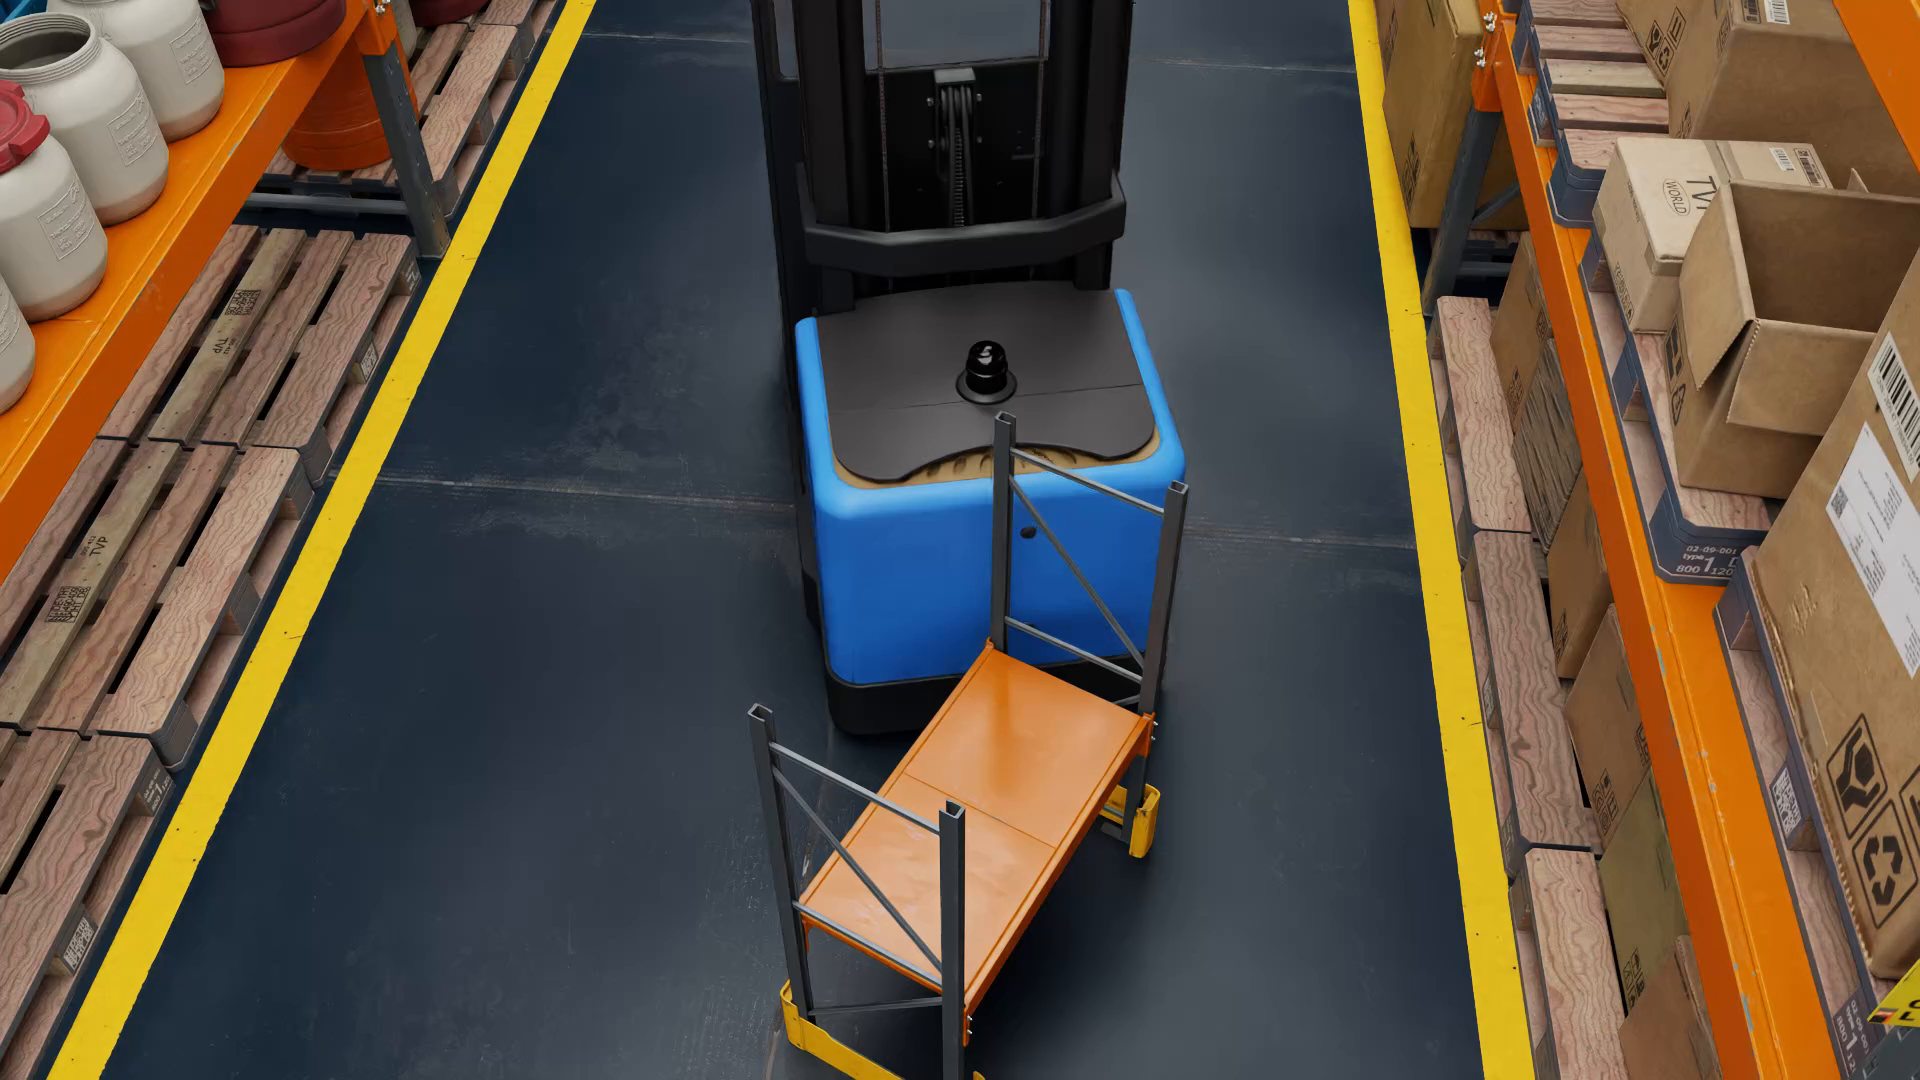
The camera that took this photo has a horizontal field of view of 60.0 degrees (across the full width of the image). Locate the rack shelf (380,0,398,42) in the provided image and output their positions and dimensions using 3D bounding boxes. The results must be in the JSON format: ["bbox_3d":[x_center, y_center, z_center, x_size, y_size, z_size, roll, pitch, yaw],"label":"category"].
[{"bbox_3d":[-2.423,-3.459,7.368,1.077,0.370,4.000,4,48,4],"label":"rack shelf"}]

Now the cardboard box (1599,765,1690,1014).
[{"bbox_3d":[2.102,0.937,4.256,0.700,0.500,0.500,4,48,3],"label":"cardboard box"}]

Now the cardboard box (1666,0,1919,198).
[{"bbox_3d":[2.366,-1.258,4.515,0.700,0.500,0.500,10,48,9],"label":"cardboard box"}]

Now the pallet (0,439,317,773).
[{"bbox_3d":[-2.829,0.170,5.452,1.003,0.211,1.213,4,48,4],"label":"pallet"}]

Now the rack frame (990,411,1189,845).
[{"bbox_3d":[0.305,0.298,4.461,0.500,1.500,0.032,24,52,20],"label":"rack frame"}]

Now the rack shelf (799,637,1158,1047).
[{"bbox_3d":[0.047,0.742,4.299,0.538,0.185,1.000,24,52,20],"label":"rack shelf"}]

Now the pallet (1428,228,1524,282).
[{"bbox_3d":[2.474,-1.532,7.008,1.003,0.211,1.213,4,48,4],"label":"pallet"}]

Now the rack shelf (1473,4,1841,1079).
[{"bbox_3d":[2.144,-0.186,4.375,1.077,0.370,4.000,4,48,4],"label":"rack shelf"}]

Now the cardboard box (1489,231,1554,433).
[{"bbox_3d":[2.286,-0.710,5.762,0.700,0.500,0.500,2,48,1],"label":"cardboard box"}]

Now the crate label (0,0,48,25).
[{"bbox_3d":[-2.965,-1.532,5.094,0.502,0.435,0.616,4,48,4],"label":"crate label"}]

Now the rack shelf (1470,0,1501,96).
[{"bbox_3d":[2.509,-3.126,7.064,1.077,0.370,4.000,4,48,4],"label":"rack shelf"}]

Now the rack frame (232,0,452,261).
[{"bbox_3d":[-2.606,-2.232,5.759,1.000,3.000,0.127,4,48,4],"label":"rack frame"}]

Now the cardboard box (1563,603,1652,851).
[{"bbox_3d":[2.152,0.526,4.632,0.700,0.500,0.500,0,48,0],"label":"cardboard box"}]

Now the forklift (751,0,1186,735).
[{"bbox_3d":[-0.084,-1.492,5.129,1.130,2.935,3.031,-6,48,-5],"label":"forklift"}]

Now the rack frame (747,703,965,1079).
[{"bbox_3d":[-0.212,0.944,3.871,0.500,1.500,0.032,24,52,20],"label":"rack frame"}]

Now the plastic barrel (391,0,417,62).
[{"bbox_3d":[-2.616,-2.316,7.236,0.421,0.512,0.421,0,48,0],"label":"plastic barrel"}]

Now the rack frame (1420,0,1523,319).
[{"bbox_3d":[2.327,-1.899,5.454,1.000,3.000,0.127,4,48,4],"label":"rack frame"}]

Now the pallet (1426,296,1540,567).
[{"bbox_3d":[2.254,-0.384,5.958,1.003,0.211,1.213,4,48,4],"label":"pallet"}]

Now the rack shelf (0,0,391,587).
[{"bbox_3d":[-2.788,-0.519,4.680,1.077,0.370,4.000,4,48,4],"label":"rack shelf"}]

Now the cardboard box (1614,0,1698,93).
[{"bbox_3d":[2.317,-1.675,4.897,0.500,0.500,0.500,-1,48,-1],"label":"cardboard box"}]

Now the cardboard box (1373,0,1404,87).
[{"bbox_3d":[2.499,-2.484,7.144,1.225,0.875,0.875,4,48,4],"label":"cardboard box"}]

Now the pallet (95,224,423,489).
[{"bbox_3d":[-2.715,-0.724,6.269,1.003,0.211,1.213,4,48,4],"label":"pallet"}]

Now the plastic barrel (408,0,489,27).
[{"bbox_3d":[-2.475,-2.750,7.582,0.600,0.588,0.708,4,48,4],"label":"plastic barrel"}]

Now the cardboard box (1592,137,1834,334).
[{"bbox_3d":[1.945,-0.774,4.242,0.500,0.250,0.500,3,48,2],"label":"cardboard box"}]

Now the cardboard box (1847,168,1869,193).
[{"bbox_3d":[2.444,-0.752,4.211,0.396,0.266,0.258,3,48,2],"label":"cardboard box"}]

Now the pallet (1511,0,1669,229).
[{"bbox_3d":[2.368,-1.303,5.039,1.213,0.211,1.003,4,48,4],"label":"pallet"}]

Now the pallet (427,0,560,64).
[{"bbox_3d":[-2.461,-2.767,8.138,1.003,0.211,1.213,4,48,4],"label":"pallet"}]

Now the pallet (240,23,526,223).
[{"bbox_3d":[-2.575,-1.873,7.320,1.003,0.211,1.213,4,48,4],"label":"pallet"}]

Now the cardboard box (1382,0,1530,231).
[{"bbox_3d":[2.410,-1.829,6.545,1.225,0.875,0.875,2,48,2],"label":"cardboard box"}]

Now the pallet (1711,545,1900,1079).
[{"bbox_3d":[2.177,0.553,3.341,1.003,0.211,1.213,4,48,4],"label":"pallet"}]

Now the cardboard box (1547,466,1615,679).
[{"bbox_3d":[2.203,0.116,5.007,0.700,0.500,0.500,7,48,7],"label":"cardboard box"}]

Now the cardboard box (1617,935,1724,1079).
[{"bbox_3d":[2.040,1.286,3.937,0.700,0.500,0.500,1,48,1],"label":"cardboard box"}]

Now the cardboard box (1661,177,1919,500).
[{"bbox_3d":[2.028,-0.416,3.743,0.797,0.503,0.637,8,48,8],"label":"cardboard box"}]

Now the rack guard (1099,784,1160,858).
[{"bbox_3d":[0.305,0.720,4.922,0.587,0.250,0.087,24,52,20],"label":"rack guard"}]

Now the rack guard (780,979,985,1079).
[{"bbox_3d":[-0.202,1.353,4.343,0.587,0.250,0.087,24,52,20],"label":"rack guard"}]

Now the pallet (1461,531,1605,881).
[{"bbox_3d":[2.140,0.510,5.140,1.003,0.211,1.213,4,48,4],"label":"pallet"}]

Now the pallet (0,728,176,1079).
[{"bbox_3d":[-2.937,1.069,4.629,1.003,0.211,1.213,4,48,4],"label":"pallet"}]

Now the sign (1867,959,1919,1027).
[{"bbox_3d":[1.409,0.615,2.370,0.100,0.325,0.005,4,48,4],"label":"sign"}]

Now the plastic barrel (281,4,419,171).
[{"bbox_3d":[-2.578,-2.002,6.734,0.600,0.830,0.708,4,48,4],"label":"plastic barrel"}]

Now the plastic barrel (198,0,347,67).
[{"bbox_3d":[-2.346,-1.916,5.378,0.600,0.536,0.708,4,48,4],"label":"plastic barrel"}]

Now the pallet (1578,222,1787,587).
[{"bbox_3d":[2.187,-0.377,4.192,1.003,0.211,1.213,4,48,4],"label":"pallet"}]

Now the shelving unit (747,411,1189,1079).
[{"bbox_3d":[0.051,0.615,4.171,0.587,1.500,1.083,24,52,20],"label":"shelving unit"}]

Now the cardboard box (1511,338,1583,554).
[{"bbox_3d":[2.248,-0.301,5.389,0.700,0.500,0.500,0,48,0],"label":"cardboard box"}]

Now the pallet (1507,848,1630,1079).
[{"bbox_3d":[2.032,1.409,4.318,1.003,0.211,1.213,4,48,4],"label":"pallet"}]

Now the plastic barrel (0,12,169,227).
[{"bbox_3d":[-2.525,-1.190,4.730,0.421,0.512,0.421,0,48,0],"label":"plastic barrel"}]

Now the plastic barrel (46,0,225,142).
[{"bbox_3d":[-2.487,-1.499,5.013,0.421,0.512,0.421,0,48,0],"label":"plastic barrel"}]

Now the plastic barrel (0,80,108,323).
[{"bbox_3d":[-2.558,-0.884,4.433,0.433,0.535,0.433,0,48,0],"label":"plastic barrel"}]

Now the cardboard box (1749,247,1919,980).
[{"bbox_3d":[2.174,0.122,2.915,1.000,1.000,1.000,4,48,4],"label":"cardboard box"}]

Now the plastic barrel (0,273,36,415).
[{"bbox_3d":[-2.598,-0.566,4.143,0.433,0.535,0.433,0,48,0],"label":"plastic barrel"}]
